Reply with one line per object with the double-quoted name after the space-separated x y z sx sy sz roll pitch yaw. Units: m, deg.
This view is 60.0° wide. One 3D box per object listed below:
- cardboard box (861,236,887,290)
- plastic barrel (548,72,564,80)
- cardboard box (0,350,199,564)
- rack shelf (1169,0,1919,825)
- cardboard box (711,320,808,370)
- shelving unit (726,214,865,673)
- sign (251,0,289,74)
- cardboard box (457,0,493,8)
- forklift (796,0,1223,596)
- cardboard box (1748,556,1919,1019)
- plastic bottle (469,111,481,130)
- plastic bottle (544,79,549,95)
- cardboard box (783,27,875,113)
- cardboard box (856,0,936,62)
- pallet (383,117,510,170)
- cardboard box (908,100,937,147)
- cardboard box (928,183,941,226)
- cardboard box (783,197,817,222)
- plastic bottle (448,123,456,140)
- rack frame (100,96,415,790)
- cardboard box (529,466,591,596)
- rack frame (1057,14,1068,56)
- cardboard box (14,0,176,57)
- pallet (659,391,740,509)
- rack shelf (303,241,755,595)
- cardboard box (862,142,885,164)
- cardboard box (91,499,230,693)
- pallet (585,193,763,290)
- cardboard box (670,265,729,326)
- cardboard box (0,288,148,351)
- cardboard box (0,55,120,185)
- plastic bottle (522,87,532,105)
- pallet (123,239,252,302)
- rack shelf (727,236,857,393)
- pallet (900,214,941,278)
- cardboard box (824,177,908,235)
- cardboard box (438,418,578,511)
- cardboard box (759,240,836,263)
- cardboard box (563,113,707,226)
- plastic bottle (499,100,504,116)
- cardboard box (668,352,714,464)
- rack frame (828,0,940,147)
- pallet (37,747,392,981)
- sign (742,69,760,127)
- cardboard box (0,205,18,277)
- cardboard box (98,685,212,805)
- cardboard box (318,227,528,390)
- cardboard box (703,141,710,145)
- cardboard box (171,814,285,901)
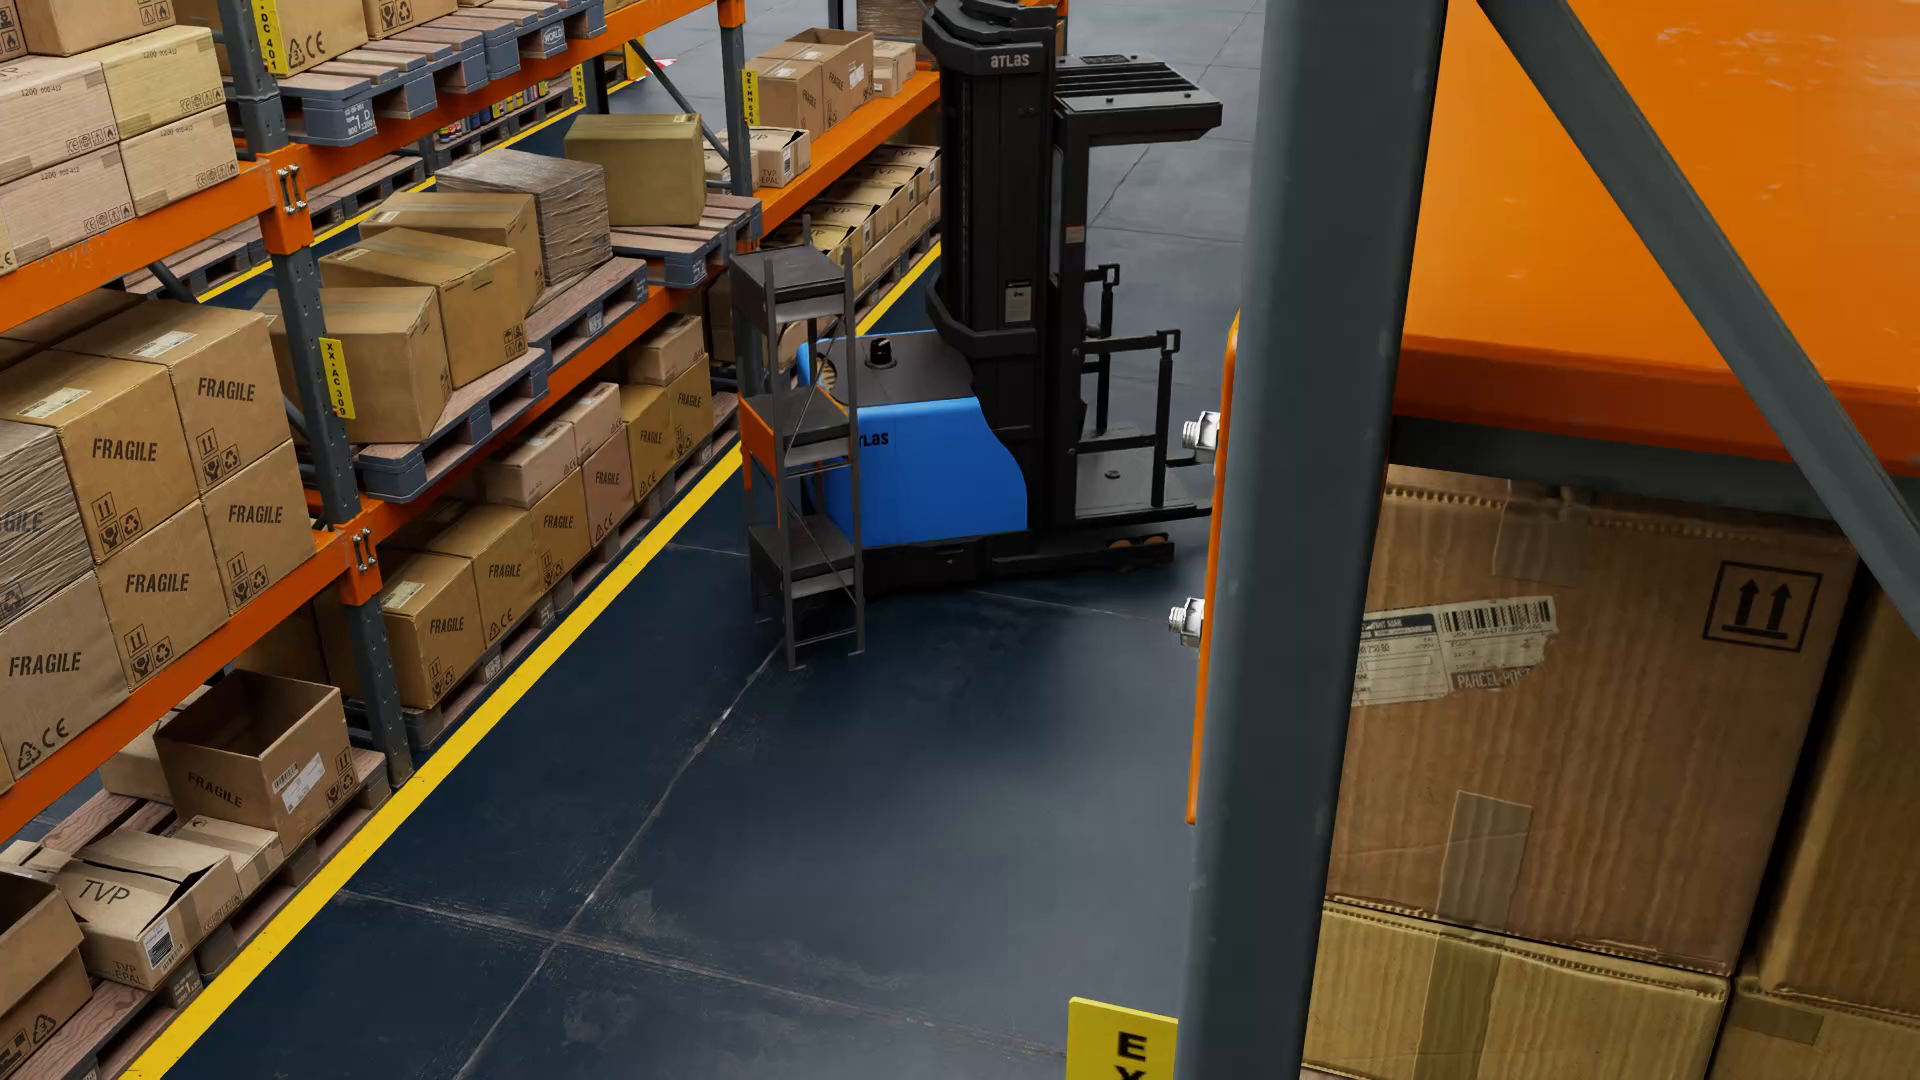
-0.862 -2.072 12.285 0.500 0.250 0.500 9 30 16 "cardboard box"
-4.394 -5.147 17.544 0.421 0.512 0.421 0 29 0 "plastic barrel"
-2.964 -0.285 5.546 0.500 0.500 0.500 8 30 14 "cardboard box"
1.234 -0.813 2.606 1.077 0.370 4.000 8 30 15 "rack shelf"
-1.307 -1.357 11.001 0.500 0.250 0.500 8 30 15 "cardboard box"
-0.760 -0.425 7.853 0.431 2.100 0.503 -13 32 -23 "shelving unit"
-2.394 -1.778 5.743 0.100 0.325 0.005 8 30 15 "sign"
-2.308 -2.741 7.368 0.600 0.600 0.600 7 30 13 "cardboard box"
0.678 -1.355 8.671 3.031 2.935 1.130 -6 30 -11 "forklift"
1.092 0.144 1.668 0.500 0.500 0.500 7 30 13 "cardboard box"
-4.668 -4.092 15.792 0.144 0.351 0.185 9 30 16 "plastic bottle"
-4.247 -4.654 16.956 0.097 0.201 0.097 0 29 0 "plastic bottle"
-0.963 -3.477 12.312 0.500 0.500 0.500 11 31 18 "cardboard box"
-0.443 -4.284 13.762 0.700 0.500 0.500 8 30 14 "cardboard box"
-5.064 -3.829 15.916 1.003 0.211 1.213 8 30 15 "pallet"
-0.132 -3.513 14.105 0.500 0.500 0.500 8 30 15 "cardboard box"
-0.412 -2.781 13.559 0.500 0.250 0.500 8 30 14 "cardboard box"
-1.377 -2.389 12.278 0.500 0.311 0.500 9 30 16 "cardboard box"
-4.759 -3.843 15.499 0.097 0.201 0.097 0 29 0 "plastic bottle"
-2.915 -0.315 6.731 1.000 3.000 0.127 8 30 15 "rack frame"
-2.241 -0.086 8.437 0.500 0.500 0.500 9 30 15 "cardboard box"
0.607 -5.892 16.755 1.000 3.000 0.127 8 30 15 "rack frame"
-3.022 -1.875 5.318 0.700 0.500 0.500 8 30 15 "cardboard box"
-1.997 -0.614 10.136 1.003 0.211 1.213 8 30 15 "pallet"
-2.328 -0.930 8.576 1.077 0.370 4.000 8 30 15 "rack shelf"
-0.927 -3.103 13.562 0.500 0.311 0.500 9 30 15 "cardboard box"
-2.967 0.150 5.792 0.500 0.500 0.500 9 30 16 "cardboard box"
-1.873 -1.765 9.535 1.213 0.211 1.003 8 30 15 "pallet"
-1.823 -1.679 11.003 0.500 0.311 0.500 9 30 16 "cardboard box"
-3.323 -0.617 6.142 0.500 0.500 0.500 9 30 16 "cardboard box"
-2.948 -1.282 5.024 0.500 0.250 0.500 8 30 15 "cardboard box"
-4.388 -4.508 16.618 0.152 0.276 0.135 8 30 13 "plastic bottle"
-6.211 -2.018 12.661 1.003 0.211 1.213 8 30 15 "pallet"
-0.760 -1.025 7.520 0.431 0.518 0.480 -13 32 -23 "rack shelf"
-0.746 -2.466 13.466 1.003 0.211 1.213 8 30 15 "pallet"
-0.707 -2.556 12.579 0.500 0.311 0.500 8 30 15 "cardboard box"
-2.247 -0.397 8.226 0.500 0.250 0.500 9 30 15 "cardboard box"
-1.161 -1.848 11.305 0.500 0.311 0.500 8 30 14 "cardboard box"
-1.818 -2.092 9.391 0.700 0.500 0.500 -1 29 -2 "cardboard box"
-4.507 -4.243 16.217 0.097 0.201 0.097 0 29 0 "plastic bottle"
-1.791 -0.806 9.731 0.500 0.500 0.500 10 31 17 "cardboard box"
-0.567 -4.033 13.414 1.000 3.000 0.127 8 30 15 "rack frame"
-3.118 1.223 6.835 1.003 0.211 1.213 8 30 15 "pallet"
-1.220 -2.572 9.679 0.100 0.325 0.005 8 30 15 "sign"
-3.099 -0.832 4.729 0.500 0.250 0.500 8 30 15 "cardboard box"
-3.245 0.832 6.982 0.500 0.311 0.500 8 30 15 "cardboard box"
-2.421 -1.059 7.533 0.700 0.500 0.500 13 32 23 "cardboard box"
-1.741 -2.521 10.955 0.380 0.149 0.250 8 30 15 "cardboard box"
-2.864 1.227 6.439 0.380 0.149 0.250 8 30 15 "cardboard box"
